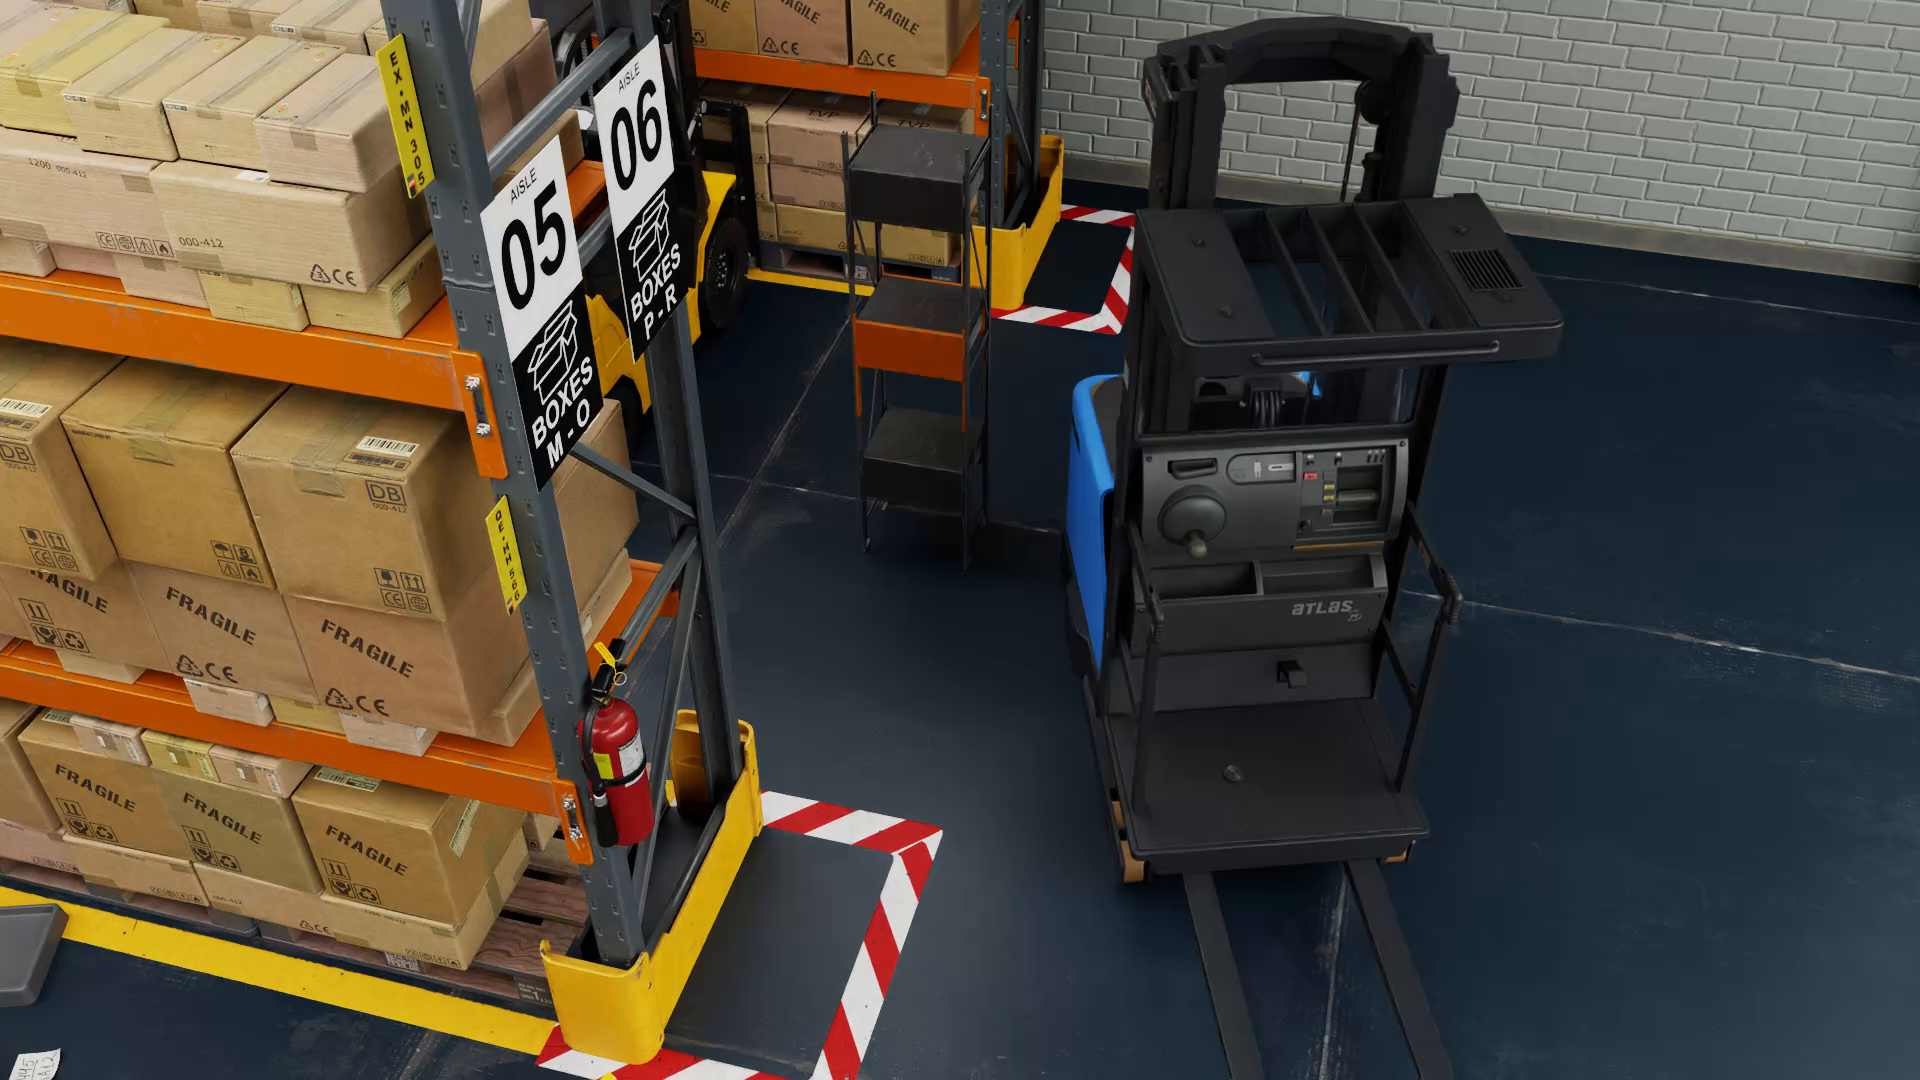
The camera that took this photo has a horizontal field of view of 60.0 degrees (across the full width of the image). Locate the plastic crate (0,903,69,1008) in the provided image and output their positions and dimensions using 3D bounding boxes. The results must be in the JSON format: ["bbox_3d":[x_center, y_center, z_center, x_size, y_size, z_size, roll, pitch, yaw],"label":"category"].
[{"bbox_3d":[-3.552,1.489,5.939,0.583,0.080,0.402,-3,40,-4],"label":"plastic crate"}]

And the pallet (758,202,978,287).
[{"bbox_3d":[-0.463,-1.852,9.816,1.213,0.211,1.003,10,41,11],"label":"pallet"}]

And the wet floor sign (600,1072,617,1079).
[{"bbox_3d":[-1.086,1.863,5.054,0.232,0.644,0.267,24,46,26],"label":"wet floor sign"}]

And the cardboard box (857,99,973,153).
[{"bbox_3d":[-0.239,-2.192,9.087,0.500,0.250,0.500,11,41,13],"label":"cardboard box"}]

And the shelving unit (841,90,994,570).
[{"bbox_3d":[-0.160,-0.832,7.132,0.503,2.100,0.431,10,41,11],"label":"shelving unit"}]

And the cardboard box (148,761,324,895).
[{"bbox_3d":[-2.339,0.815,5.701,0.500,0.500,0.500,11,41,13],"label":"cardboard box"}]

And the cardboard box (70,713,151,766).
[{"bbox_3d":[-2.702,0.543,5.520,0.250,0.149,0.380,11,41,13],"label":"cardboard box"}]

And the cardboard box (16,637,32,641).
[{"bbox_3d":[-2.881,0.166,5.440,0.250,0.149,0.380,10,41,11],"label":"cardboard box"}]

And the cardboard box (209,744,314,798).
[{"bbox_3d":[-2.206,0.632,5.414,0.250,0.149,0.380,11,41,13],"label":"cardboard box"}]

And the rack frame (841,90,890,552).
[{"bbox_3d":[-0.396,-0.872,7.180,0.015,2.100,0.400,10,41,11],"label":"rack frame"}]

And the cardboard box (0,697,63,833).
[{"bbox_3d":[-3.336,0.640,5.908,0.500,0.500,0.500,12,41,14],"label":"cardboard box"}]

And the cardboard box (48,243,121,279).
[{"bbox_3d":[-2.134,-0.842,4.308,0.250,0.149,0.380,10,41,12],"label":"cardboard box"}]

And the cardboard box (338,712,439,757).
[{"bbox_3d":[-1.683,0.459,5.091,0.250,0.149,0.380,9,41,11],"label":"cardboard box"}]

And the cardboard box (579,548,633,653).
[{"bbox_3d":[-1.268,0.177,5.427,0.250,0.149,0.380,10,41,12],"label":"cardboard box"}]

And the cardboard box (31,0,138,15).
[{"bbox_3d":[-2.244,-1.460,4.423,0.250,0.149,0.380,10,41,11],"label":"cardboard box"}]

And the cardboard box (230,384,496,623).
[{"bbox_3d":[-1.543,-0.219,4.616,0.500,0.500,0.700,9,41,10],"label":"cardboard box"}]

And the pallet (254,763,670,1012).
[{"bbox_3d":[-1.842,1.164,6.225,1.213,0.211,1.003,10,41,11],"label":"pallet"}]

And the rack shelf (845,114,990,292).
[{"bbox_3d":[-0.160,-1.357,6.691,0.480,0.518,0.431,10,41,11],"label":"rack shelf"}]

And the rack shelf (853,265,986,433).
[{"bbox_3d":[-0.160,-0.821,7.141,0.480,0.518,0.431,10,41,11],"label":"rack shelf"}]

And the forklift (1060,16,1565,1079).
[{"bbox_3d":[1.108,-0.071,5.580,1.130,2.935,3.031,-4,40,-4],"label":"forklift"}]

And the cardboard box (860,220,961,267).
[{"bbox_3d":[-0.249,-1.809,9.407,0.500,0.250,0.500,10,41,12],"label":"cardboard box"}]

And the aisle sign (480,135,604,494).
[{"bbox_3d":[-1.008,-0.540,4.063,0.004,0.787,0.394,10,41,11],"label":"aisle sign"}]

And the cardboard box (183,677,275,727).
[{"bbox_3d":[-2.182,0.379,5.186,0.250,0.149,0.380,10,41,12],"label":"cardboard box"}]

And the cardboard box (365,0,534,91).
[{"bbox_3d":[-1.284,-1.278,4.207,0.250,0.149,0.380,10,41,11],"label":"cardboard box"}]

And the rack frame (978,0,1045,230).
[{"bbox_3d":[0.286,-2.819,8.799,0.127,3.000,1.000,10,41,11],"label":"rack frame"}]

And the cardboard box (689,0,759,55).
[{"bbox_3d":[-1.251,-2.953,8.880,0.500,0.500,0.500,9,41,11],"label":"cardboard box"}]

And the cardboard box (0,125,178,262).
[{"bbox_3d":[-2.039,-0.950,4.126,0.500,0.250,0.500,9,41,11],"label":"cardboard box"}]

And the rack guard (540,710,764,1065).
[{"bbox_3d":[-1.066,1.210,5.945,0.348,0.500,1.175,10,41,11],"label":"rack guard"}]

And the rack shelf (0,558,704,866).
[{"bbox_3d":[-2.925,0.209,5.753,4.000,0.370,1.077,10,41,11],"label":"rack shelf"}]

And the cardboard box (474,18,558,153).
[{"bbox_3d":[-1.410,-1.189,4.411,0.500,0.250,0.500,9,41,11],"label":"cardboard box"}]

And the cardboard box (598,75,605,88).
[{"bbox_3d":[-2.216,-2.532,9.492,0.500,0.250,0.500,11,41,13],"label":"cardboard box"}]

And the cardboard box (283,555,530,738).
[{"bbox_3d":[-1.589,0.194,4.902,0.500,0.500,0.500,9,41,11],"label":"cardboard box"}]

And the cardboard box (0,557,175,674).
[{"bbox_3d":[-2.553,0.023,5.106,0.500,0.500,0.500,10,41,11],"label":"cardboard box"}]

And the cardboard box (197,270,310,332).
[{"bbox_3d":[-1.659,-0.693,4.131,0.250,0.149,0.380,10,41,12],"label":"cardboard box"}]

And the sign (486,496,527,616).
[{"bbox_3d":[-1.156,0.043,4.245,0.005,0.325,0.100,10,41,11],"label":"sign"}]

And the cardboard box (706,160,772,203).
[{"bbox_3d":[-1.250,-2.168,9.446,0.500,0.250,0.500,9,41,10],"label":"cardboard box"}]

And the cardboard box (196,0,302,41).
[{"bbox_3d":[-1.757,-1.390,4.340,0.250,0.149,0.380,10,41,11],"label":"cardboard box"}]

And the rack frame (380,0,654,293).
[{"bbox_3d":[-0.993,-2.032,3.197,0.127,3.000,1.000,10,41,11],"label":"rack frame"}]

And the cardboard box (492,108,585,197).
[{"bbox_3d":[-1.230,-1.044,4.548,0.250,0.149,0.380,10,41,11],"label":"cardboard box"}]

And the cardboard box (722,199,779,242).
[{"bbox_3d":[-1.208,-1.986,9.618,0.500,0.250,0.500,10,41,12],"label":"cardboard box"}]

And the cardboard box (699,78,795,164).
[{"bbox_3d":[-1.224,-2.351,9.276,0.500,0.250,0.500,10,41,12],"label":"cardboard box"}]

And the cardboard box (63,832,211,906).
[{"bbox_3d":[-2.849,1.016,6.044,0.500,0.250,0.500,8,41,10],"label":"cardboard box"}]

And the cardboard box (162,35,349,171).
[{"bbox_3d":[-1.635,-1.032,3.914,0.250,0.149,0.380,10,41,12],"label":"cardboard box"}]

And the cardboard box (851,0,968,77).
[{"bbox_3d":[-0.257,-2.776,8.670,0.500,0.500,0.500,9,41,10],"label":"cardboard box"}]

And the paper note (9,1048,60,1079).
[{"bbox_3d":[-3.132,1.790,5.620,0.148,0.019,0.142,-3,40,-4],"label":"paper note"}]

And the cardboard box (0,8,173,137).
[{"bbox_3d":[-2.118,-1.137,4.039,0.250,0.149,0.380,10,41,12],"label":"cardboard box"}]

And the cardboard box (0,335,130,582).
[{"bbox_3d":[-2.549,-0.329,4.747,0.500,0.500,0.700,9,41,11],"label":"cardboard box"}]

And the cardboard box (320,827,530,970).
[{"bbox_3d":[-1.867,1.186,5.841,0.500,0.250,0.500,10,41,11],"label":"cardboard box"}]
